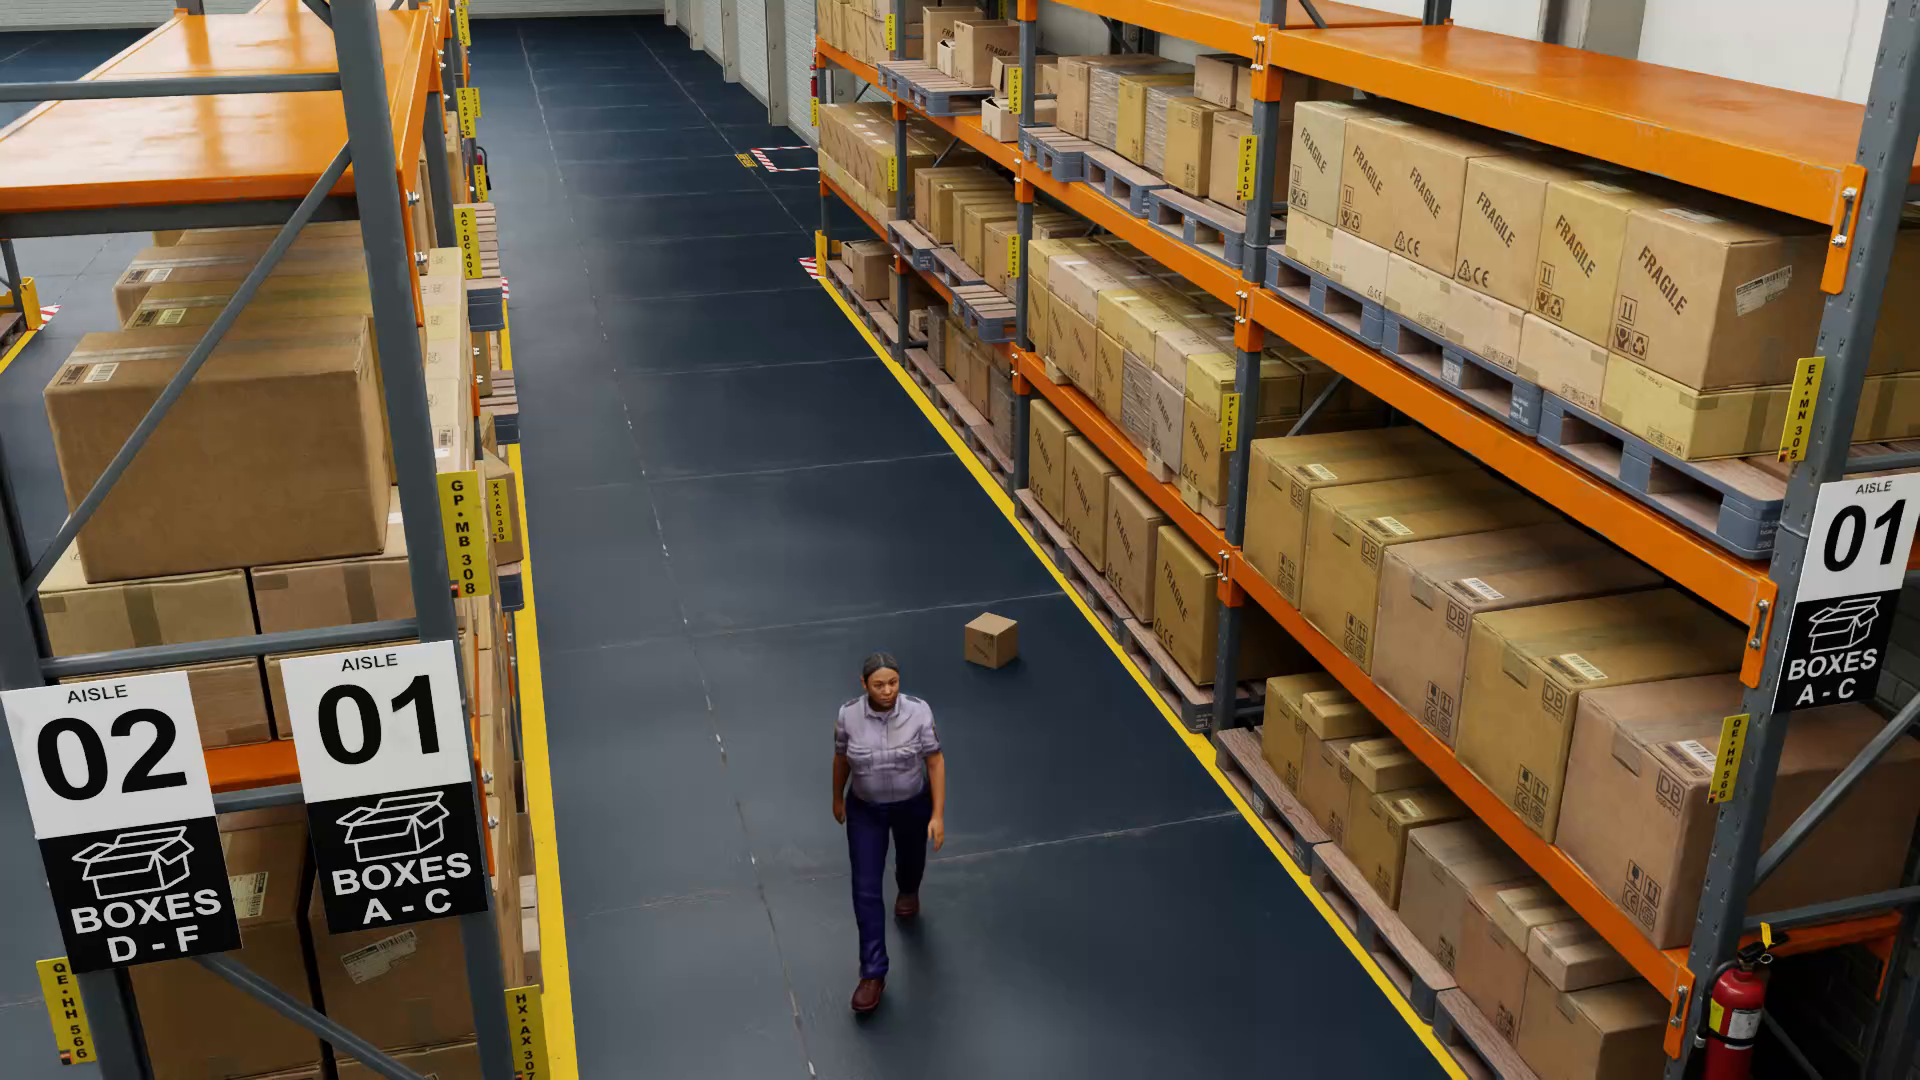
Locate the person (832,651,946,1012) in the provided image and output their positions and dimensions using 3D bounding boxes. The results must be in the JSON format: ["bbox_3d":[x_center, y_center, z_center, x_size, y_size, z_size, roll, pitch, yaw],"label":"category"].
[{"bbox_3d":[-0.331,1.256,7.713,0.528,1.596,0.996,-2,23,-4],"label":"person"}]
